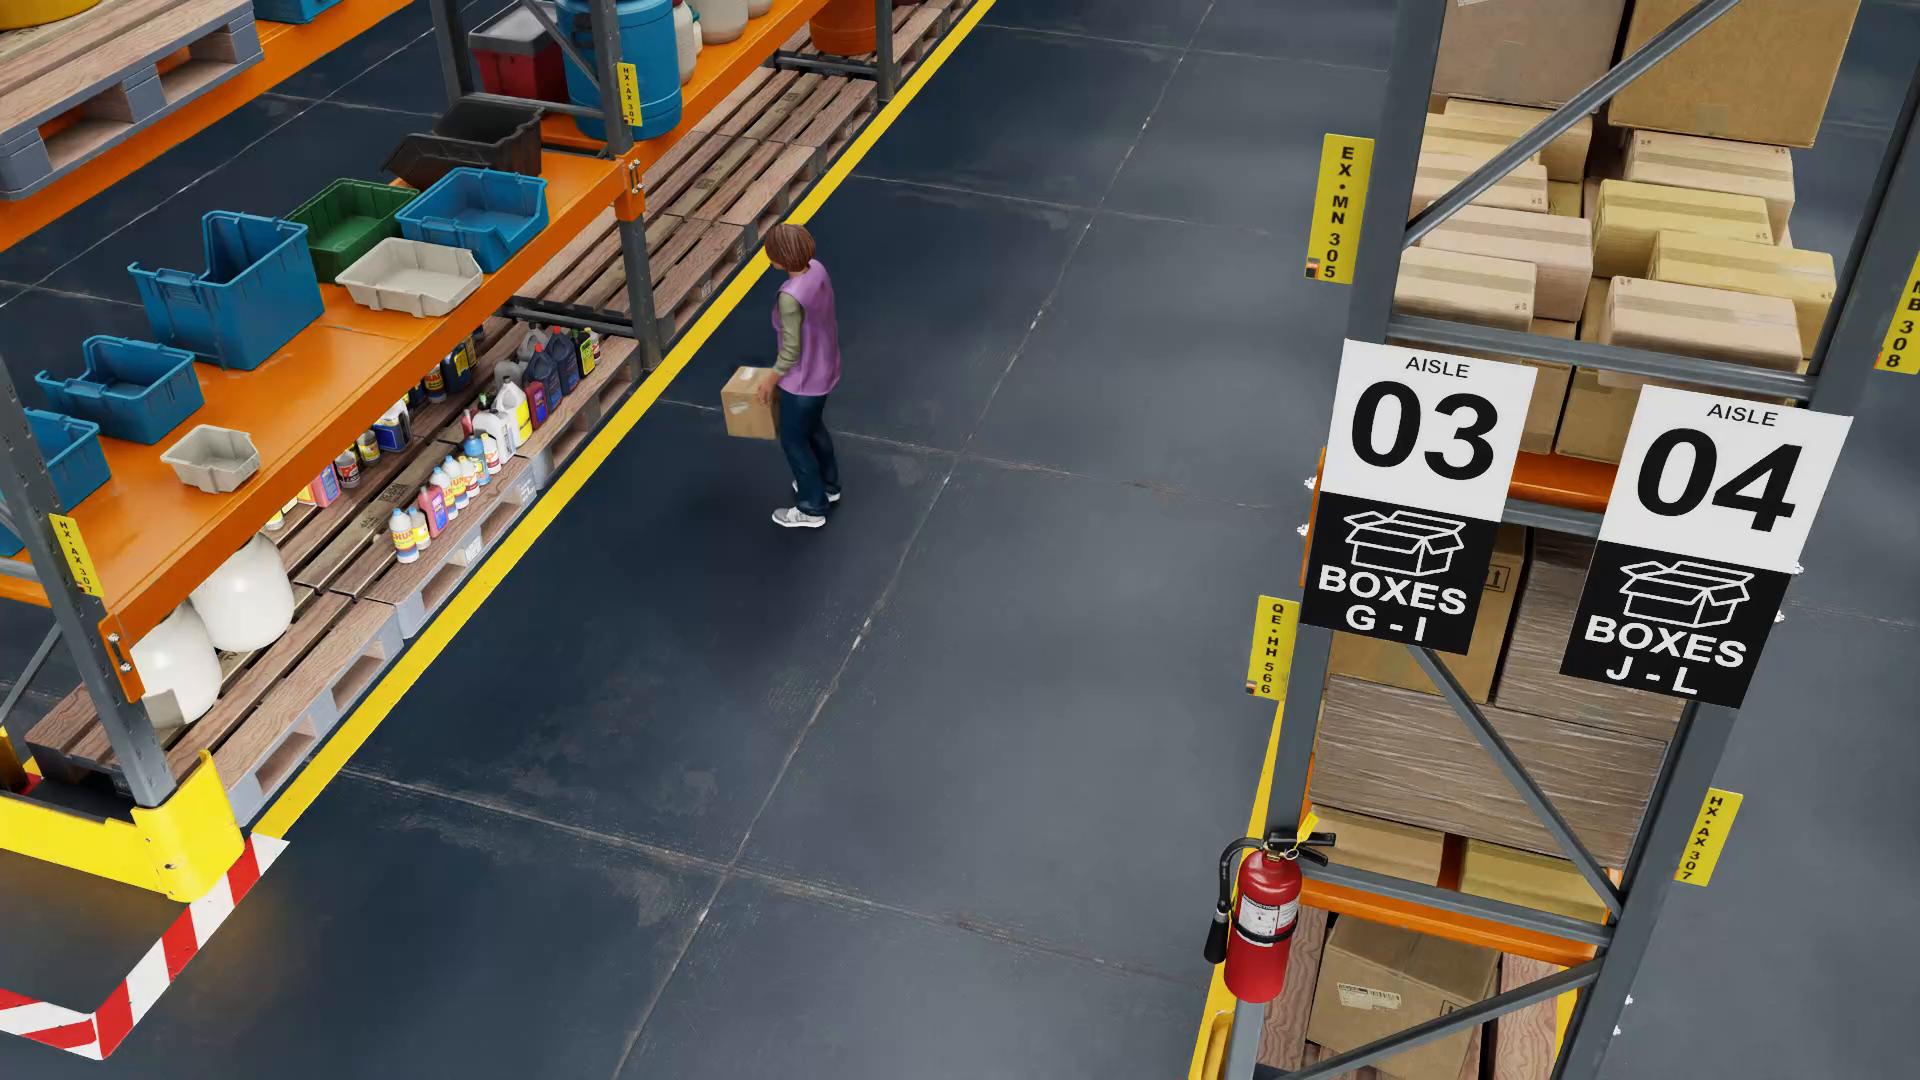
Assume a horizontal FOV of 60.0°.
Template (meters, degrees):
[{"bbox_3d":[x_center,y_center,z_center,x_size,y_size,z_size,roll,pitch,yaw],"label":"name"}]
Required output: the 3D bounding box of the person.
[{"bbox_3d":[-0.756,-0.776,7.901,0.332,1.600,0.447,10,39,13],"label":"person"}]
